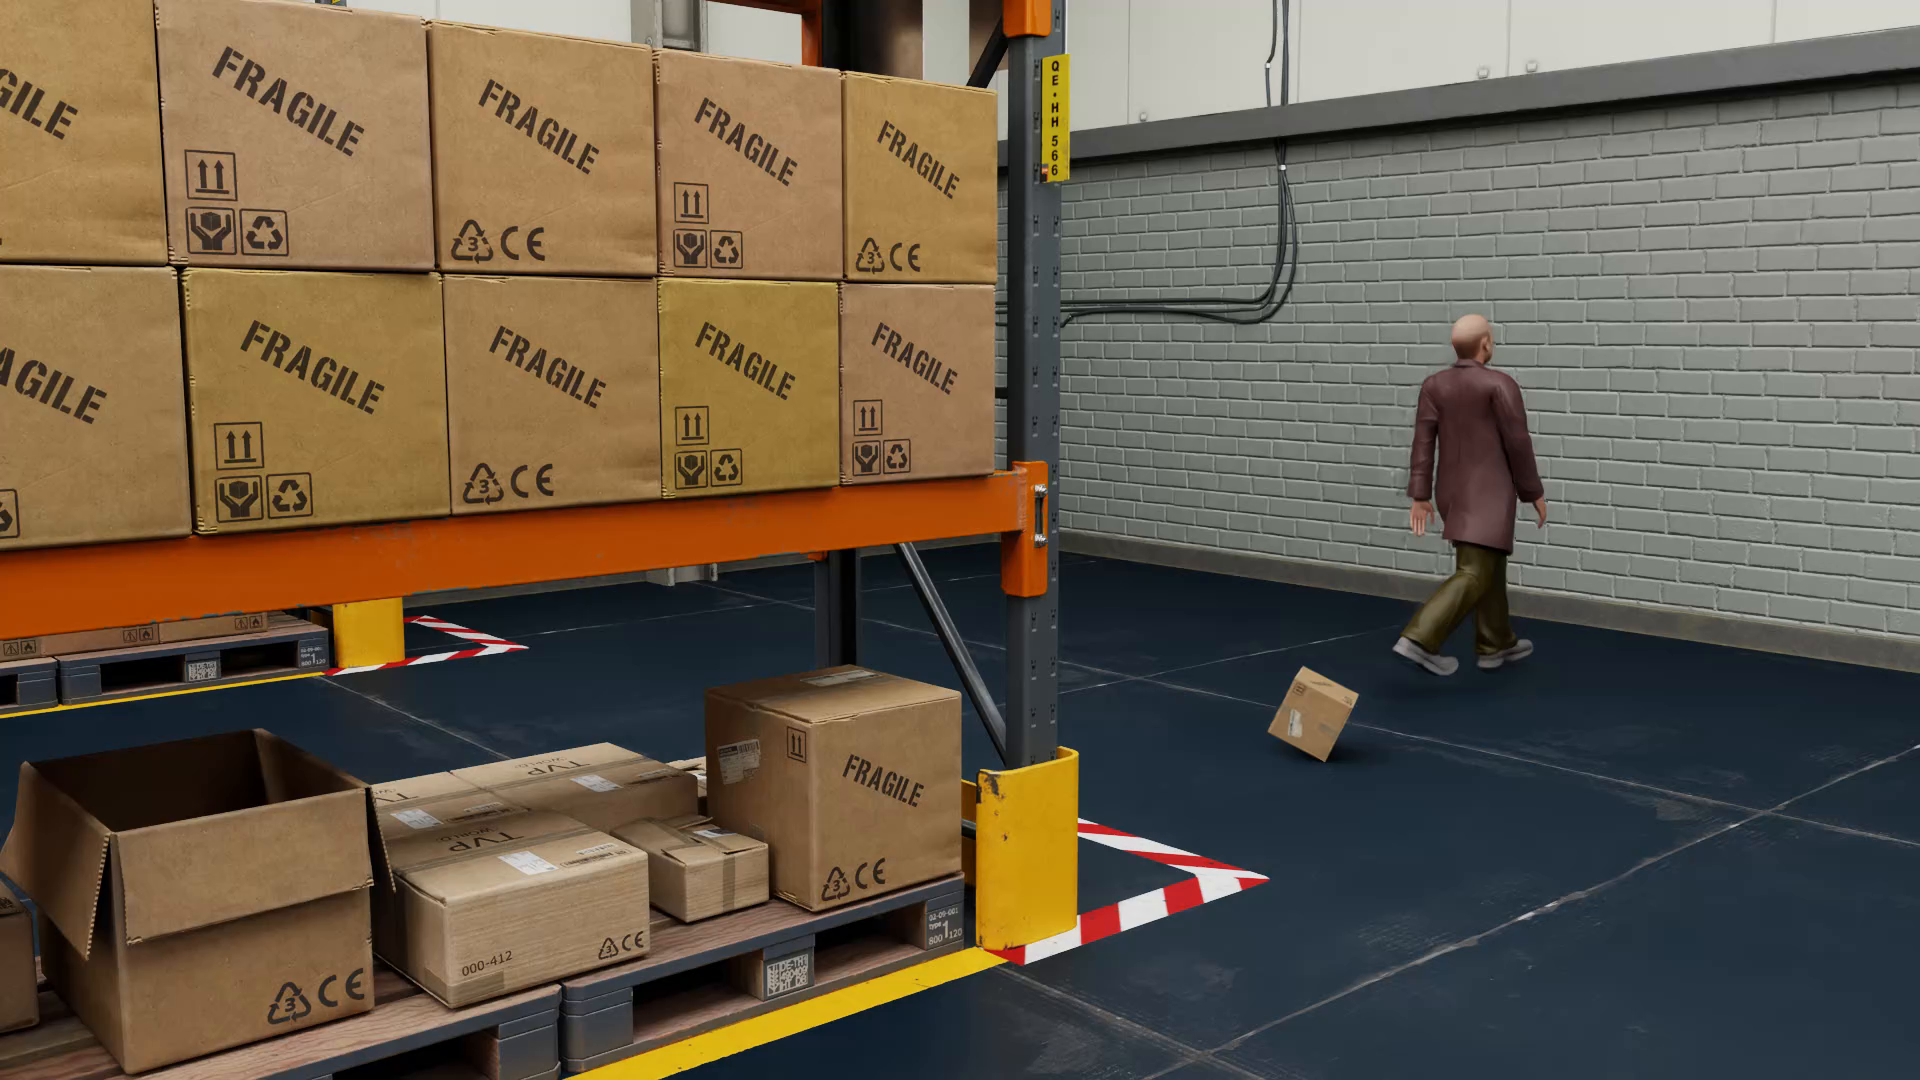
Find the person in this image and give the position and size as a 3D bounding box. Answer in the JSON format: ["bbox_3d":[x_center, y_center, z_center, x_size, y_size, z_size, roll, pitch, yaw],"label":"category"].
[{"bbox_3d":[2.491,-0.211,7.962,1.021,1.731,0.579,-4,8,-30],"label":"person"}]
